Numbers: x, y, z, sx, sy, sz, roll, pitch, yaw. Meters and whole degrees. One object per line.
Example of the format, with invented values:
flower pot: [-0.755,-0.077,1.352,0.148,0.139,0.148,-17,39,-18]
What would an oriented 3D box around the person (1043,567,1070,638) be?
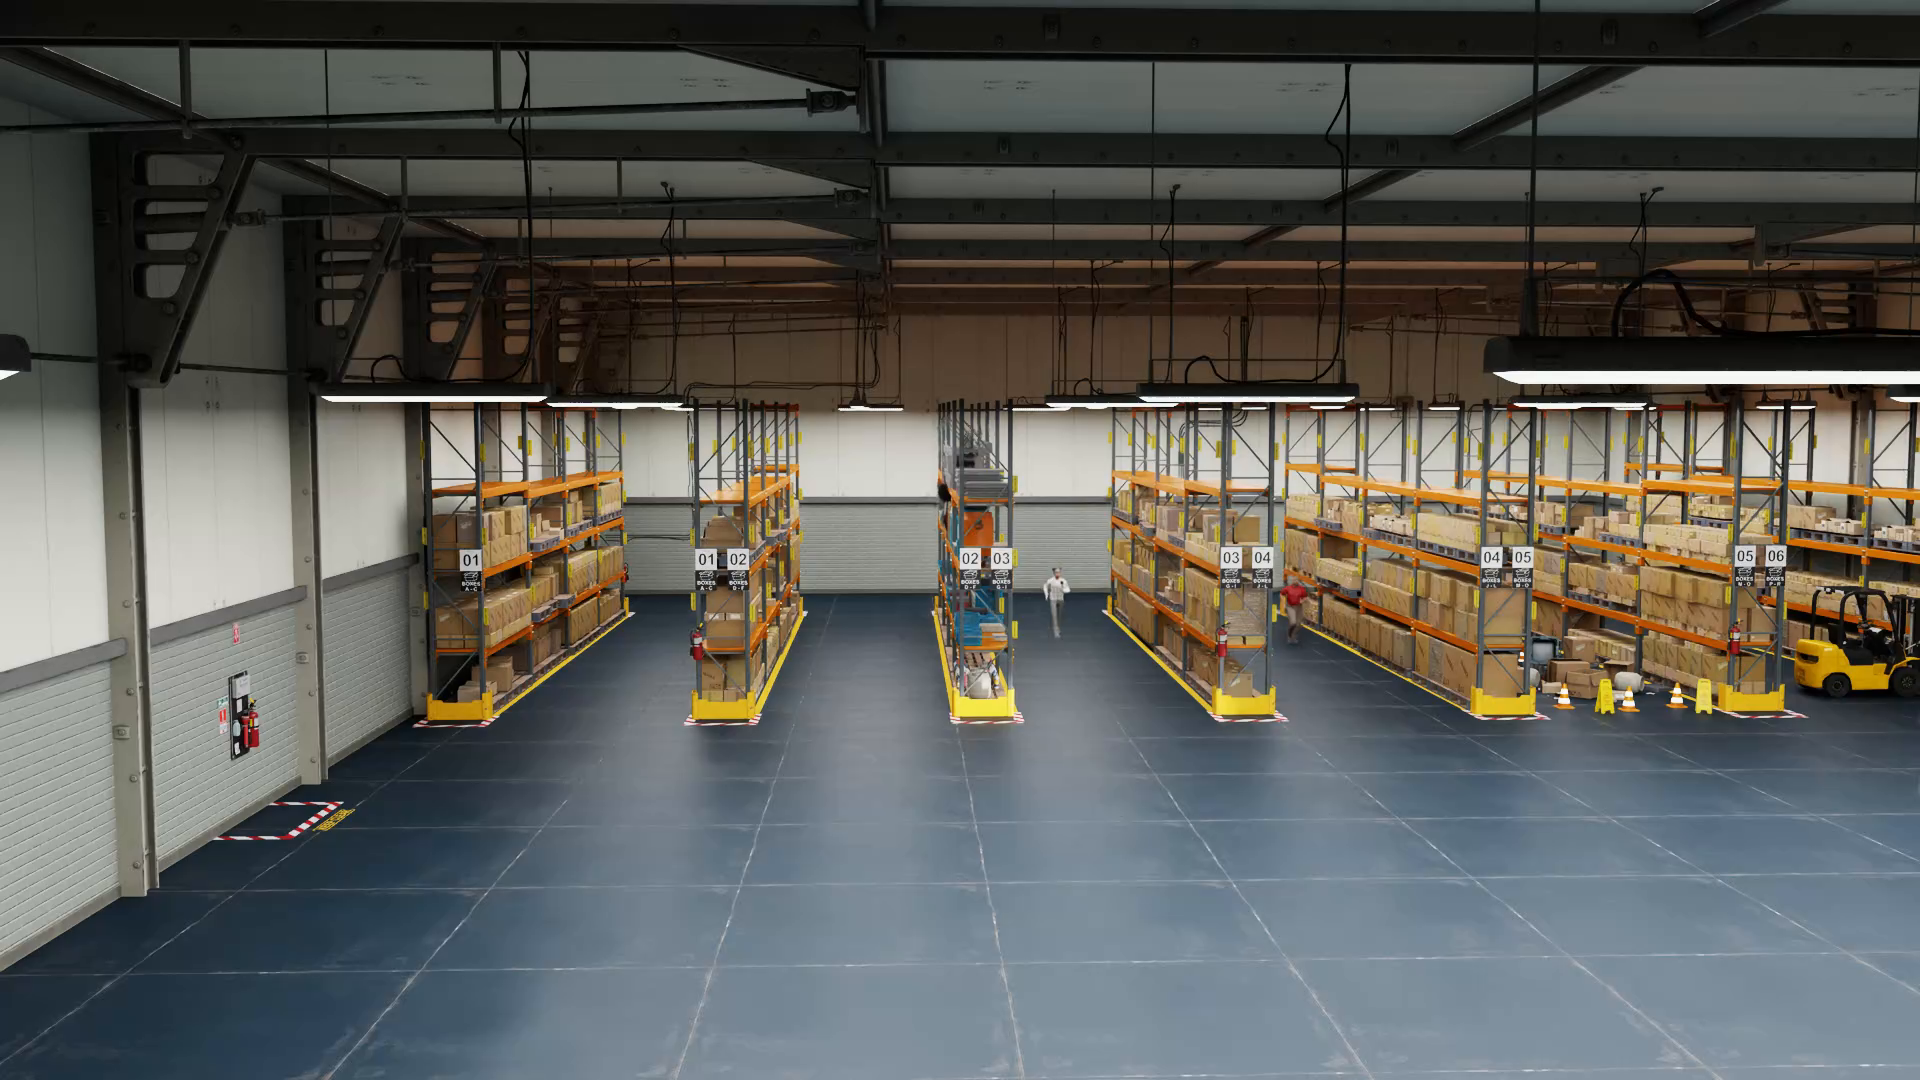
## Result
person: [2.379,1.511,40.696,0.607,1.723,0.868,-1,4,-8]

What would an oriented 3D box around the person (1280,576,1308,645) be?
person: [8.301,1.748,41.157,0.645,1.719,0.669,0,4,-5]

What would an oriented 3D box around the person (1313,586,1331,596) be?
person: [10.712,1.198,49.162,0.555,1.615,0.581,0,4,-1]
